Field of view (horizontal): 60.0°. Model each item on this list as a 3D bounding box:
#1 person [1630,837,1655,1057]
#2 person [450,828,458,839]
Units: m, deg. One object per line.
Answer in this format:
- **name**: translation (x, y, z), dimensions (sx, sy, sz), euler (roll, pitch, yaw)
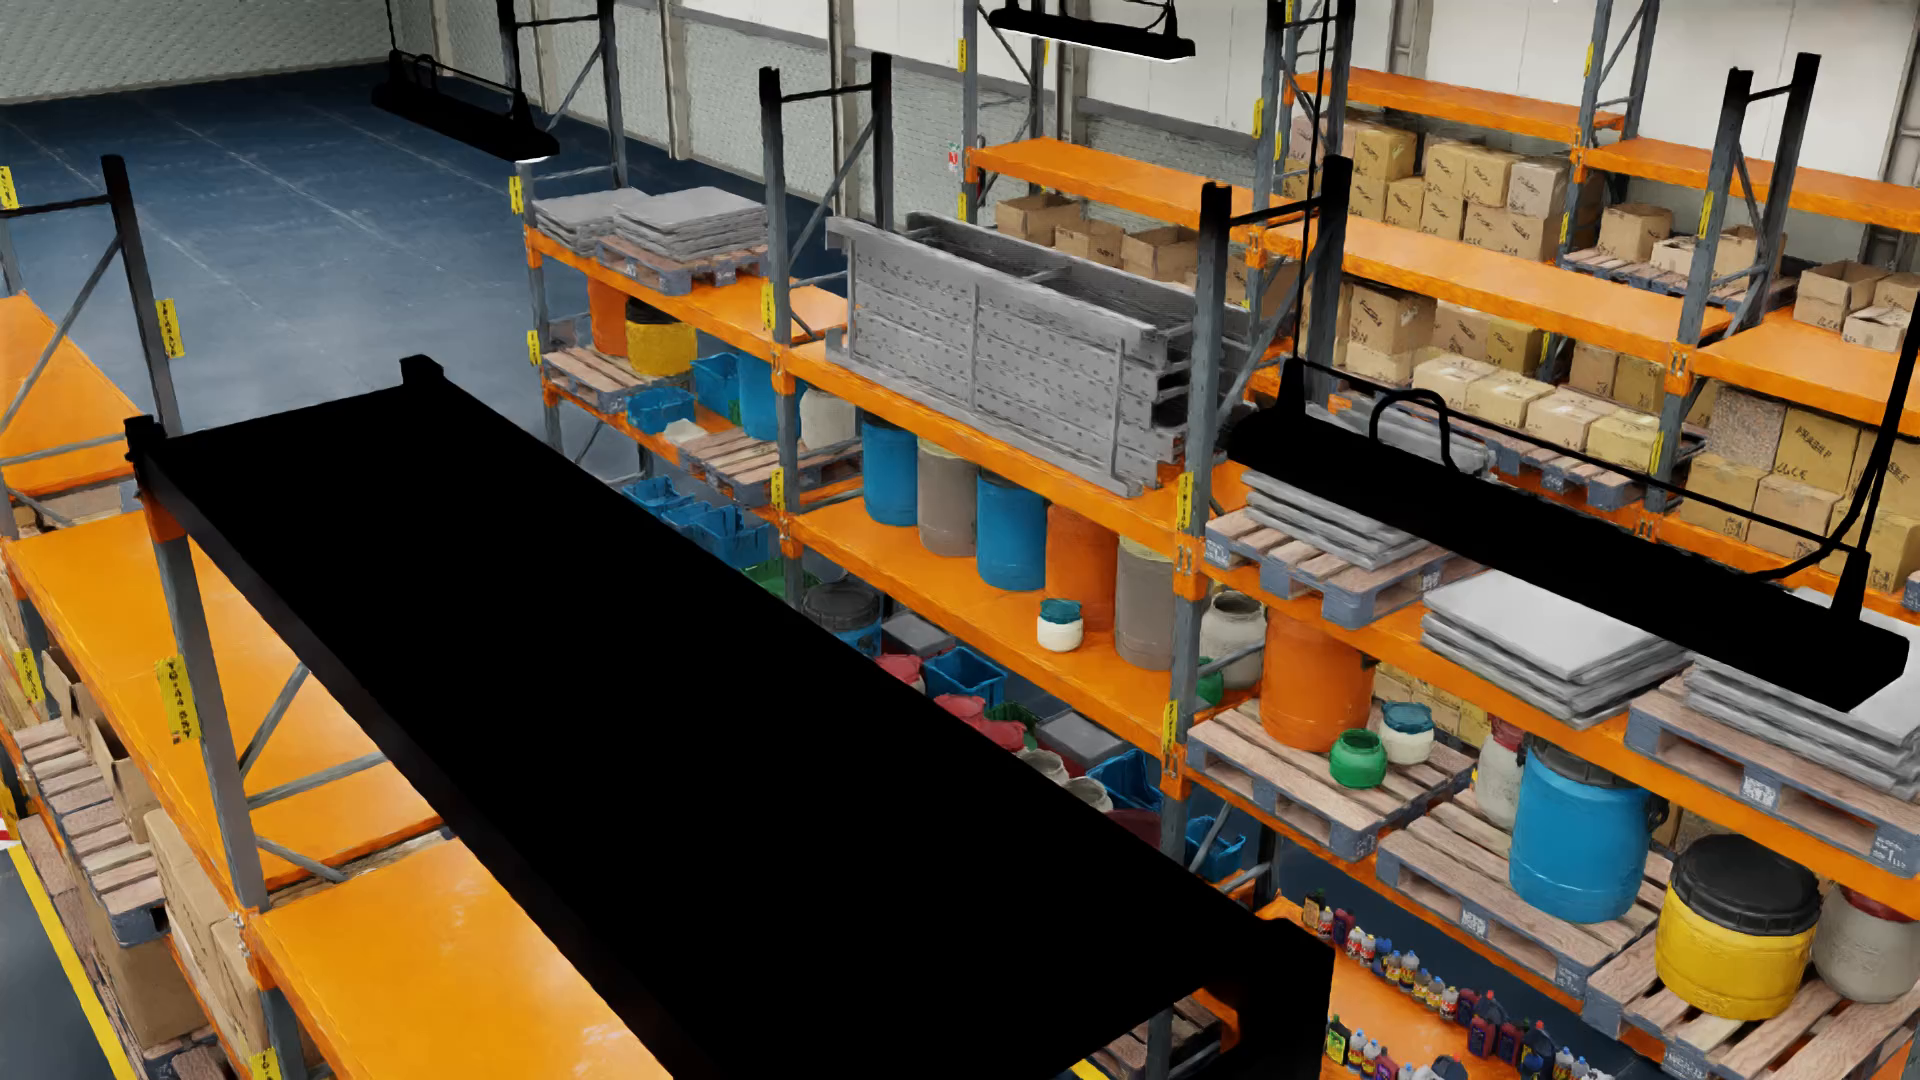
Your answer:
- **person**: translation (4.403, 2.600, 11.024), dimensions (0.461, 1.570, 0.999), euler (-20, 32, -35)
- **person**: translation (-3.716, 1.883, 12.532), dimensions (0.491, 1.608, 0.953), euler (-8, 27, -17)
